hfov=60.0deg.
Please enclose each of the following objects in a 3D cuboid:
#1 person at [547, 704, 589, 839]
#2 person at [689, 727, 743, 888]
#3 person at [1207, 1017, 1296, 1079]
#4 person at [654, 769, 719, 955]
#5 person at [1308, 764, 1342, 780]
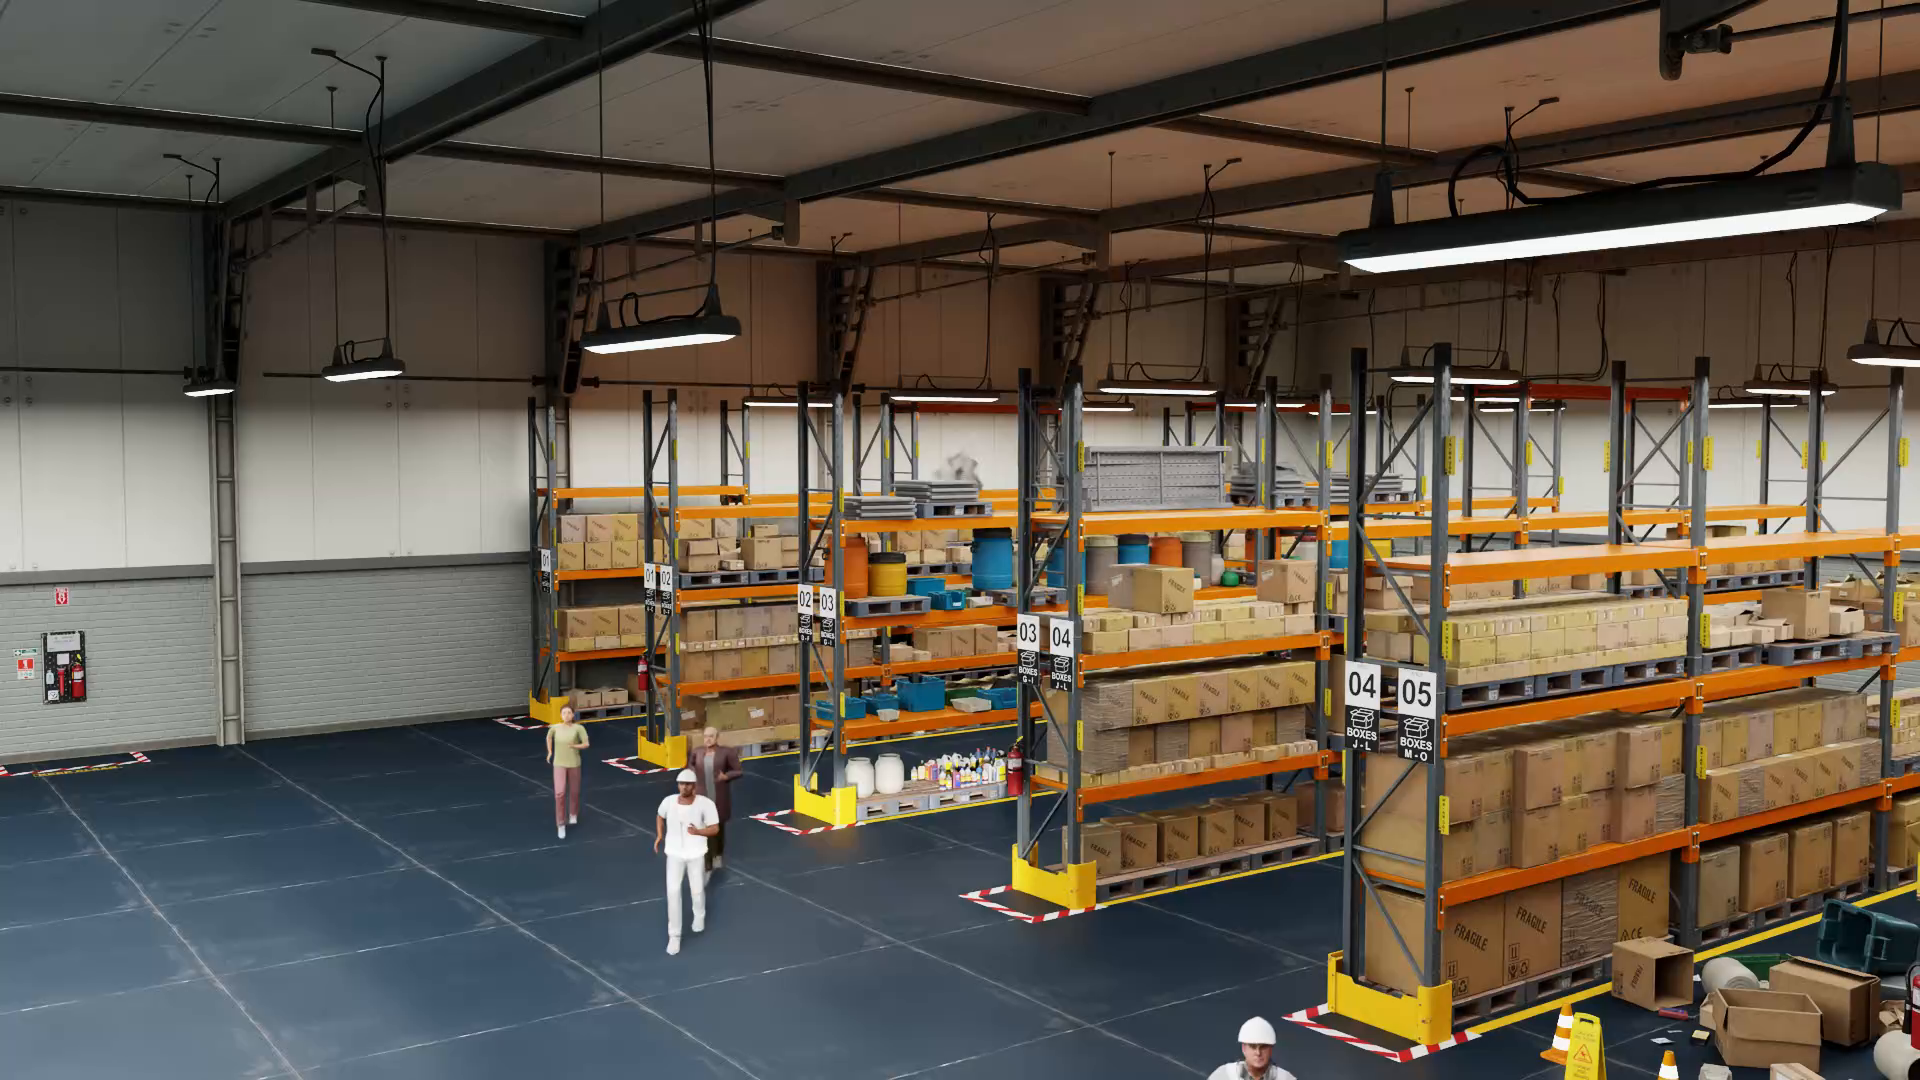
[{"bbox_3d":[-5.186,3.013,21.995,0.560,1.703,0.872,-1,3,-11],"label":"person"},{"bbox_3d":[-2.902,3.106,19.716,0.679,1.816,0.975,0,3,-1],"label":"person"},{"bbox_3d":[1.717,3.708,9.731,0.627,1.832,0.753,0,3,3],"label":"person"},{"bbox_3d":[-2.810,3.253,17.104,0.686,1.800,0.876,0,3,-1],"label":"person"},{"bbox_3d":[5.217,2.965,23.830,0.625,1.617,0.615,-2,4,-30],"label":"person"}]
